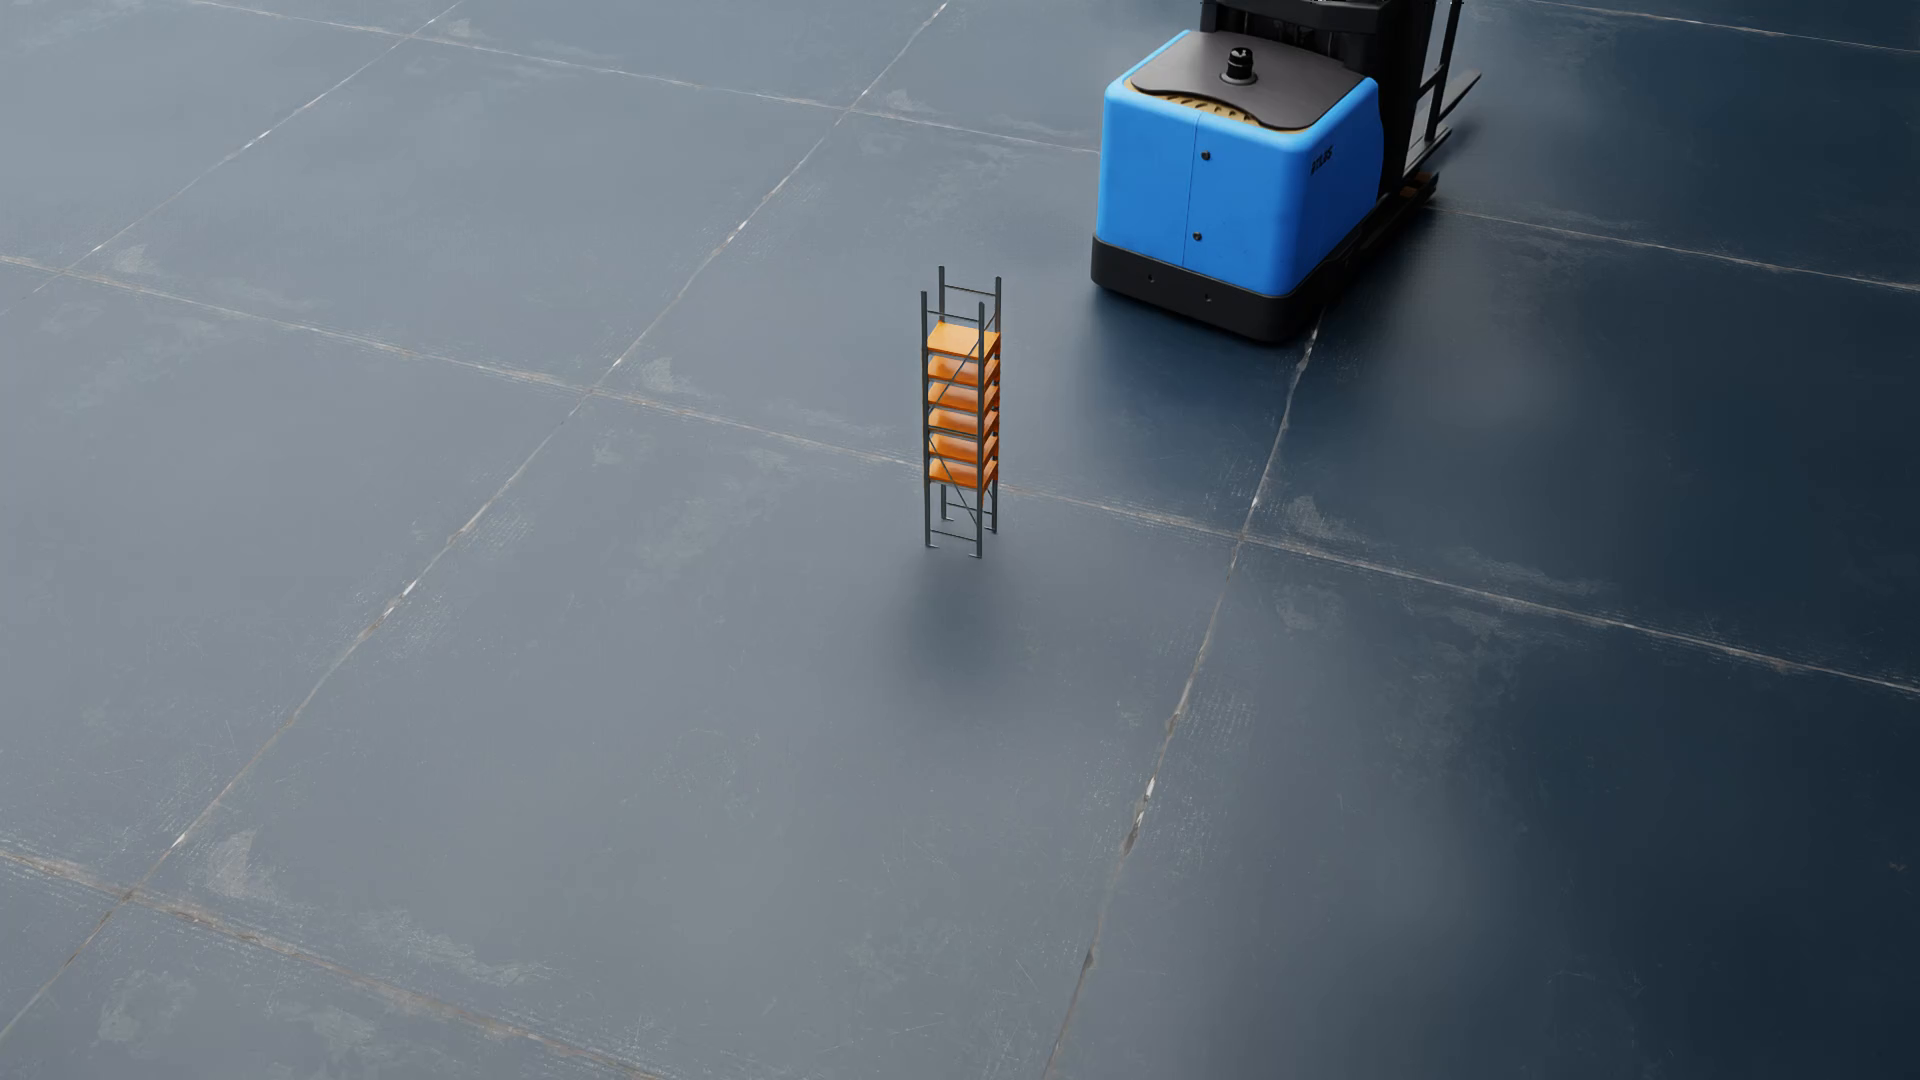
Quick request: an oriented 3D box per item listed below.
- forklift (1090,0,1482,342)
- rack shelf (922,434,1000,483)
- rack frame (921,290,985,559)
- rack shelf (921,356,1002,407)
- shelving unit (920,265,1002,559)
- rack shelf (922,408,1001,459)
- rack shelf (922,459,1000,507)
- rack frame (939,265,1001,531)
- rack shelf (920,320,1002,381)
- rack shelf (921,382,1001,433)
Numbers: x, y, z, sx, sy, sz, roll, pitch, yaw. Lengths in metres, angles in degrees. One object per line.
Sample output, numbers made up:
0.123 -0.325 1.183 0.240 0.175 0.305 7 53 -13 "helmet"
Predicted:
1.880 -2.958 7.959 1.130 2.935 3.031 24 46 25 "forklift"
0.005 -0.340 6.478 0.258 0.103 0.180 13 42 15 "rack shelf"
-0.026 -0.409 6.306 0.240 1.200 0.006 13 42 15 "rack frame"
0.005 -0.614 6.244 0.258 0.103 0.180 13 42 15 "rack shelf"
0.005 -0.465 6.371 0.258 1.200 0.189 13 42 15 "shelving unit"
0.005 -0.431 6.400 0.258 0.103 0.180 13 42 15 "rack shelf"
0.005 -0.249 6.556 0.258 0.103 0.180 13 42 15 "rack shelf"
0.036 -0.521 6.436 0.240 1.200 0.006 13 42 15 "rack frame"
0.005 -0.705 6.166 0.258 0.103 0.180 13 42 15 "rack shelf"
0.005 -0.523 6.322 0.258 0.103 0.180 13 42 15 "rack shelf"
